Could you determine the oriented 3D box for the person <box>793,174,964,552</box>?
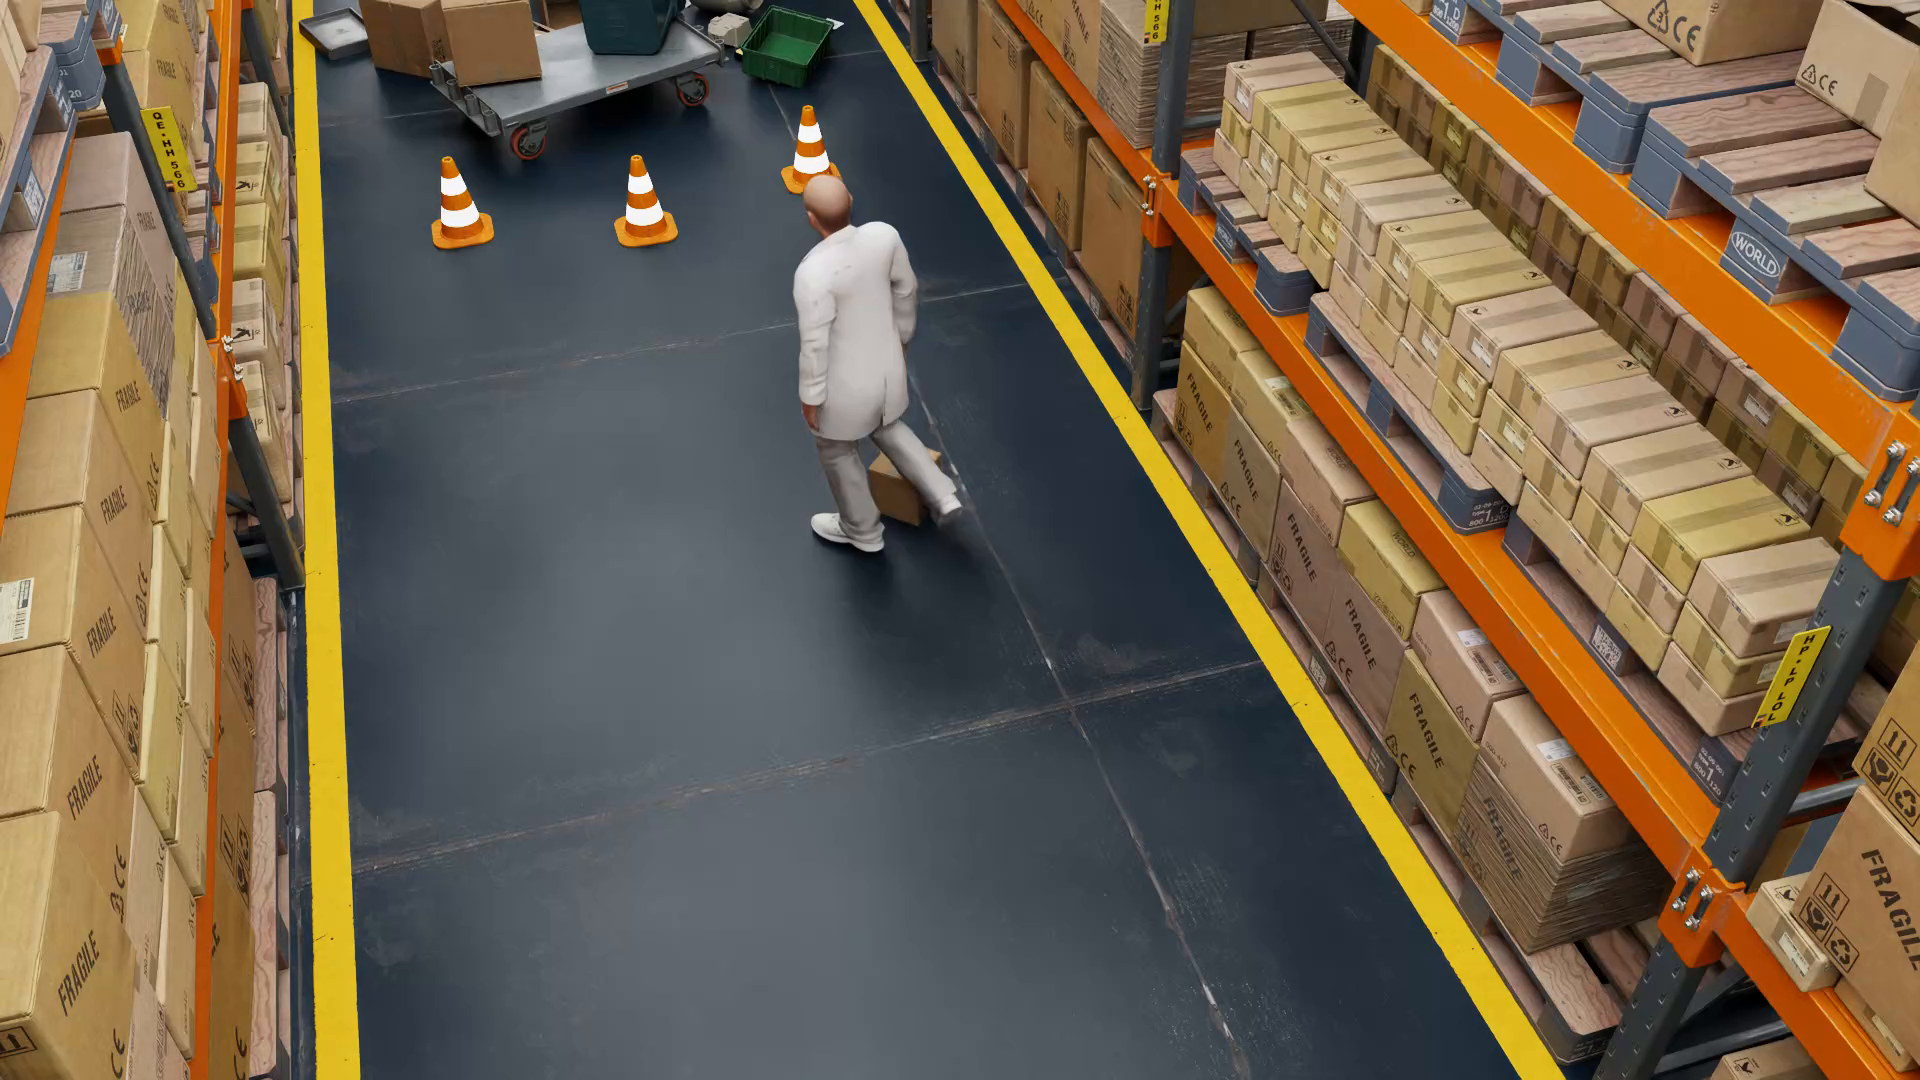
[{"bbox_3d":[-0.331,-0.657,6.894,0.701,1.764,0.655,31,50,30],"label":"person"}]
